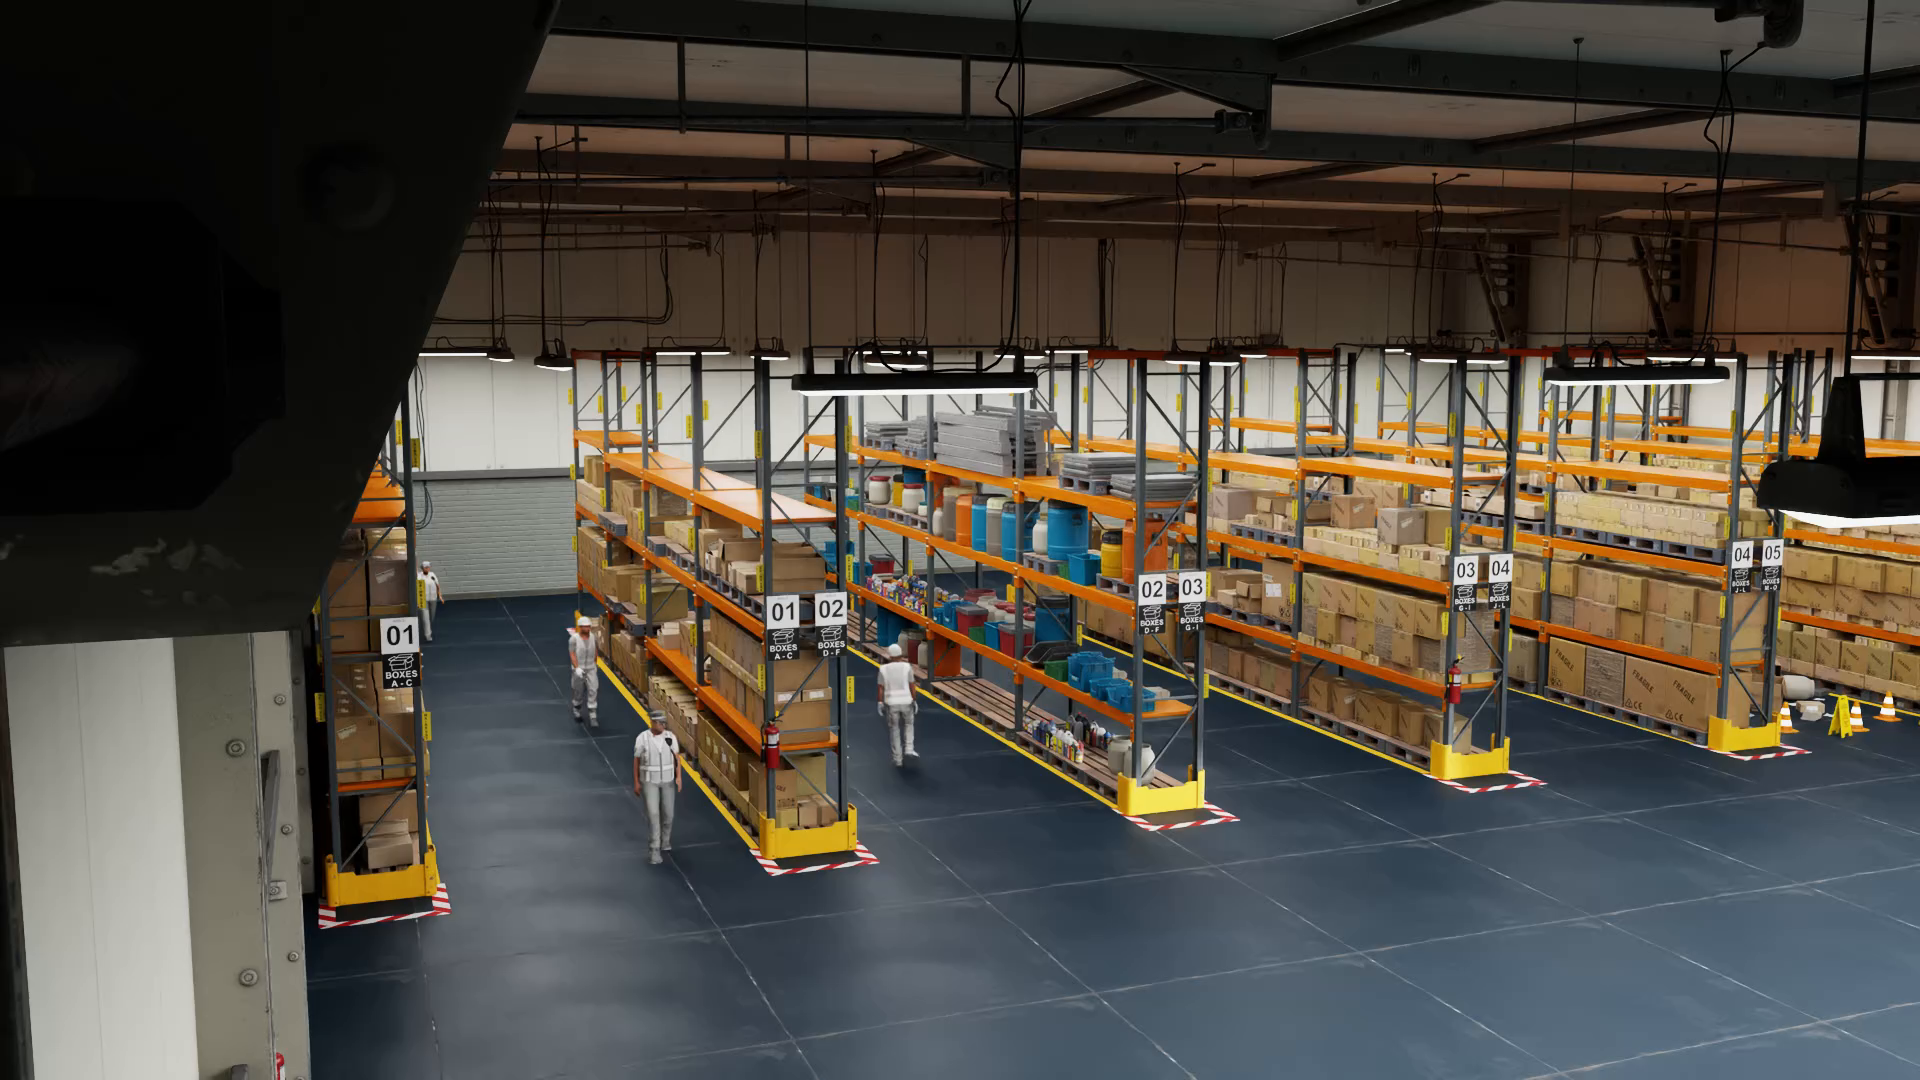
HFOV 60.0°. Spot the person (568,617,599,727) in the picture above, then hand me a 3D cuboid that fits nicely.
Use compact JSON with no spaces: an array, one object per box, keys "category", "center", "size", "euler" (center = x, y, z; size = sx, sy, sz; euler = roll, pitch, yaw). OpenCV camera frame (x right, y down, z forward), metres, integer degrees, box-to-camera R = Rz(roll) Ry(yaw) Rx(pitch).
[{"category":"person","center":[-6.076,2.106,26.994],"size":[0.524,1.735,0.962],"euler":[-4,8,-30]}]

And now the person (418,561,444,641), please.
[{"category":"person","center":[-11.042,1.231,34.480],"size":[0.544,1.604,1.016],"euler":[-5,9,-36]}]

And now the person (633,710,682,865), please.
[{"category":"person","center":[-3.622,2.974,20.196],"size":[0.565,1.767,0.732],"euler":[-4,8,-26]}]

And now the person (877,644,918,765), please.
[{"category":"person","center":[-0.915,2.414,24.426],"size":[0.592,1.774,0.496],"euler":[-1,7,-8]}]
